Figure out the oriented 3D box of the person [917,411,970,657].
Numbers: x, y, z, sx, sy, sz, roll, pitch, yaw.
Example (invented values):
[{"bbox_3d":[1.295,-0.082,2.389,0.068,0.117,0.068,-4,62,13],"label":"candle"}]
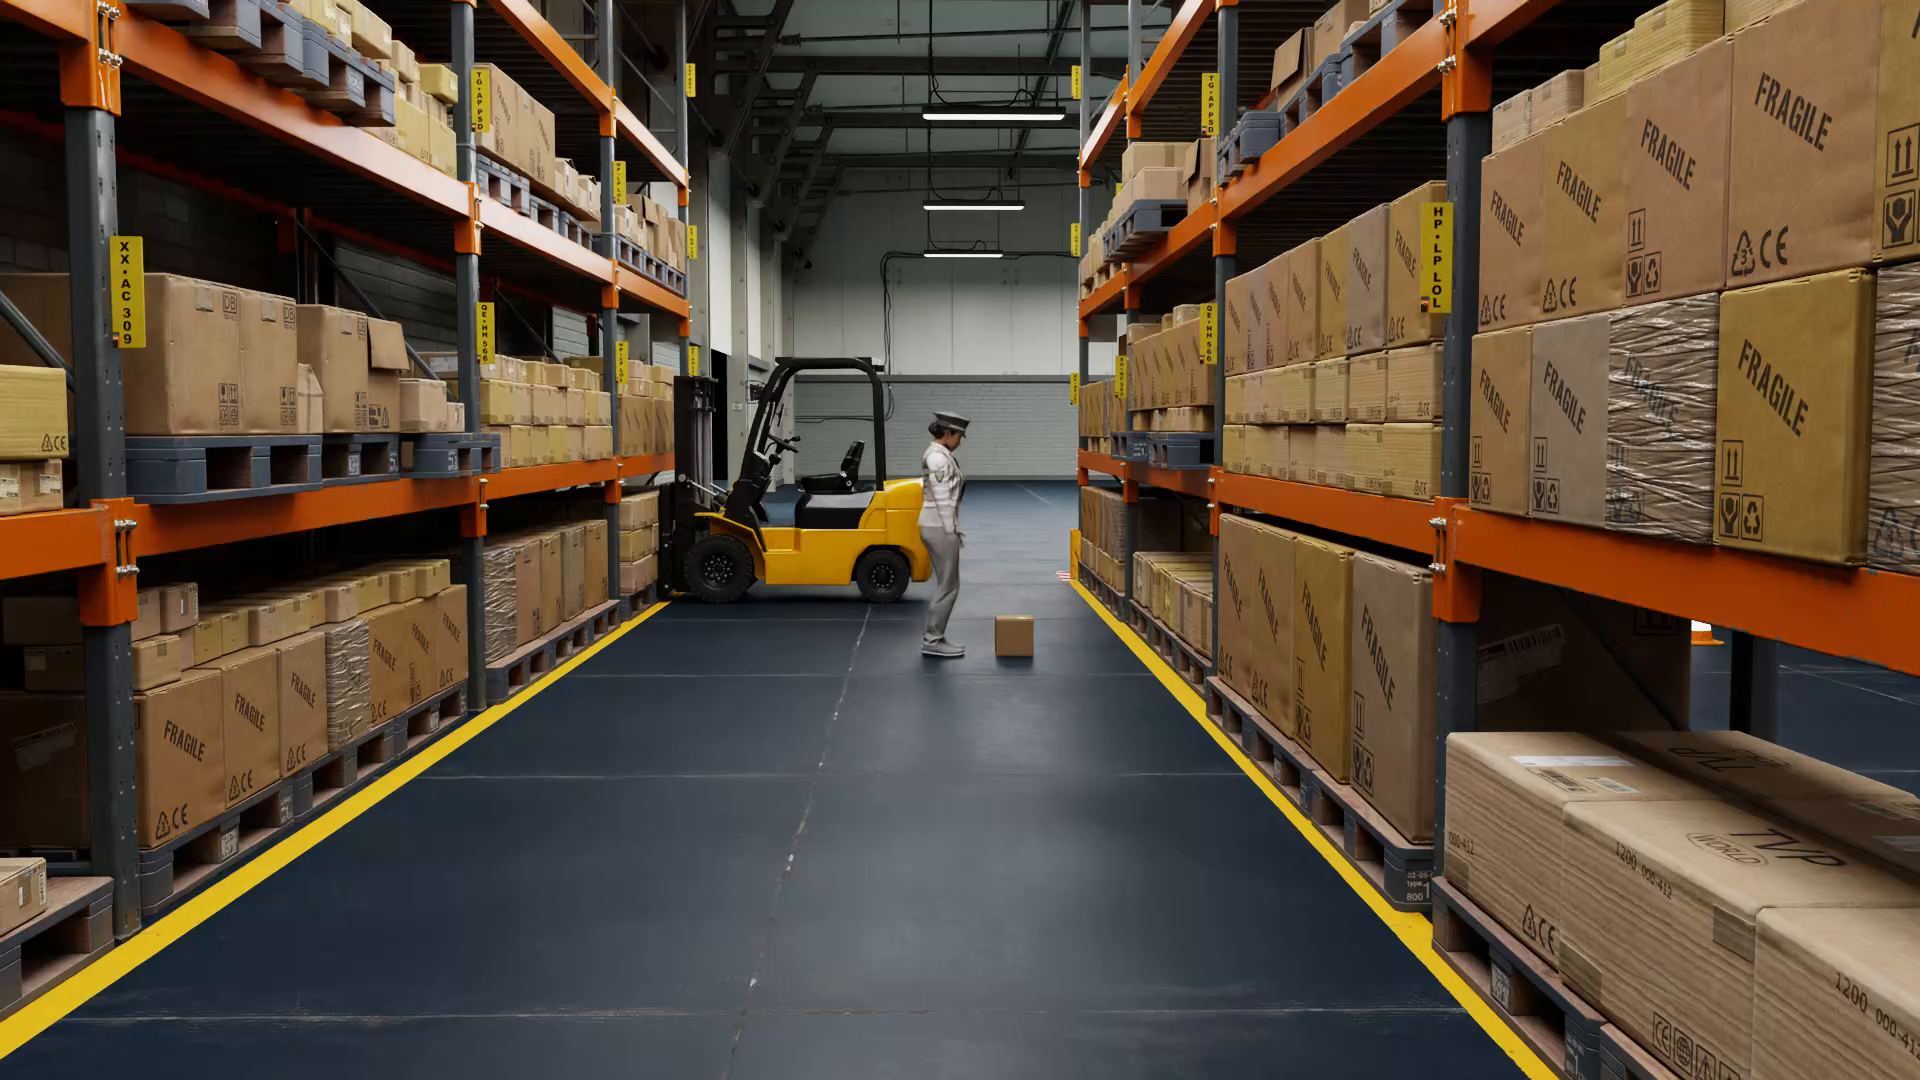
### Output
[{"bbox_3d":[-0.111,-0.044,11.294,0.366,1.654,0.482,0,4,0],"label":"person"}]
